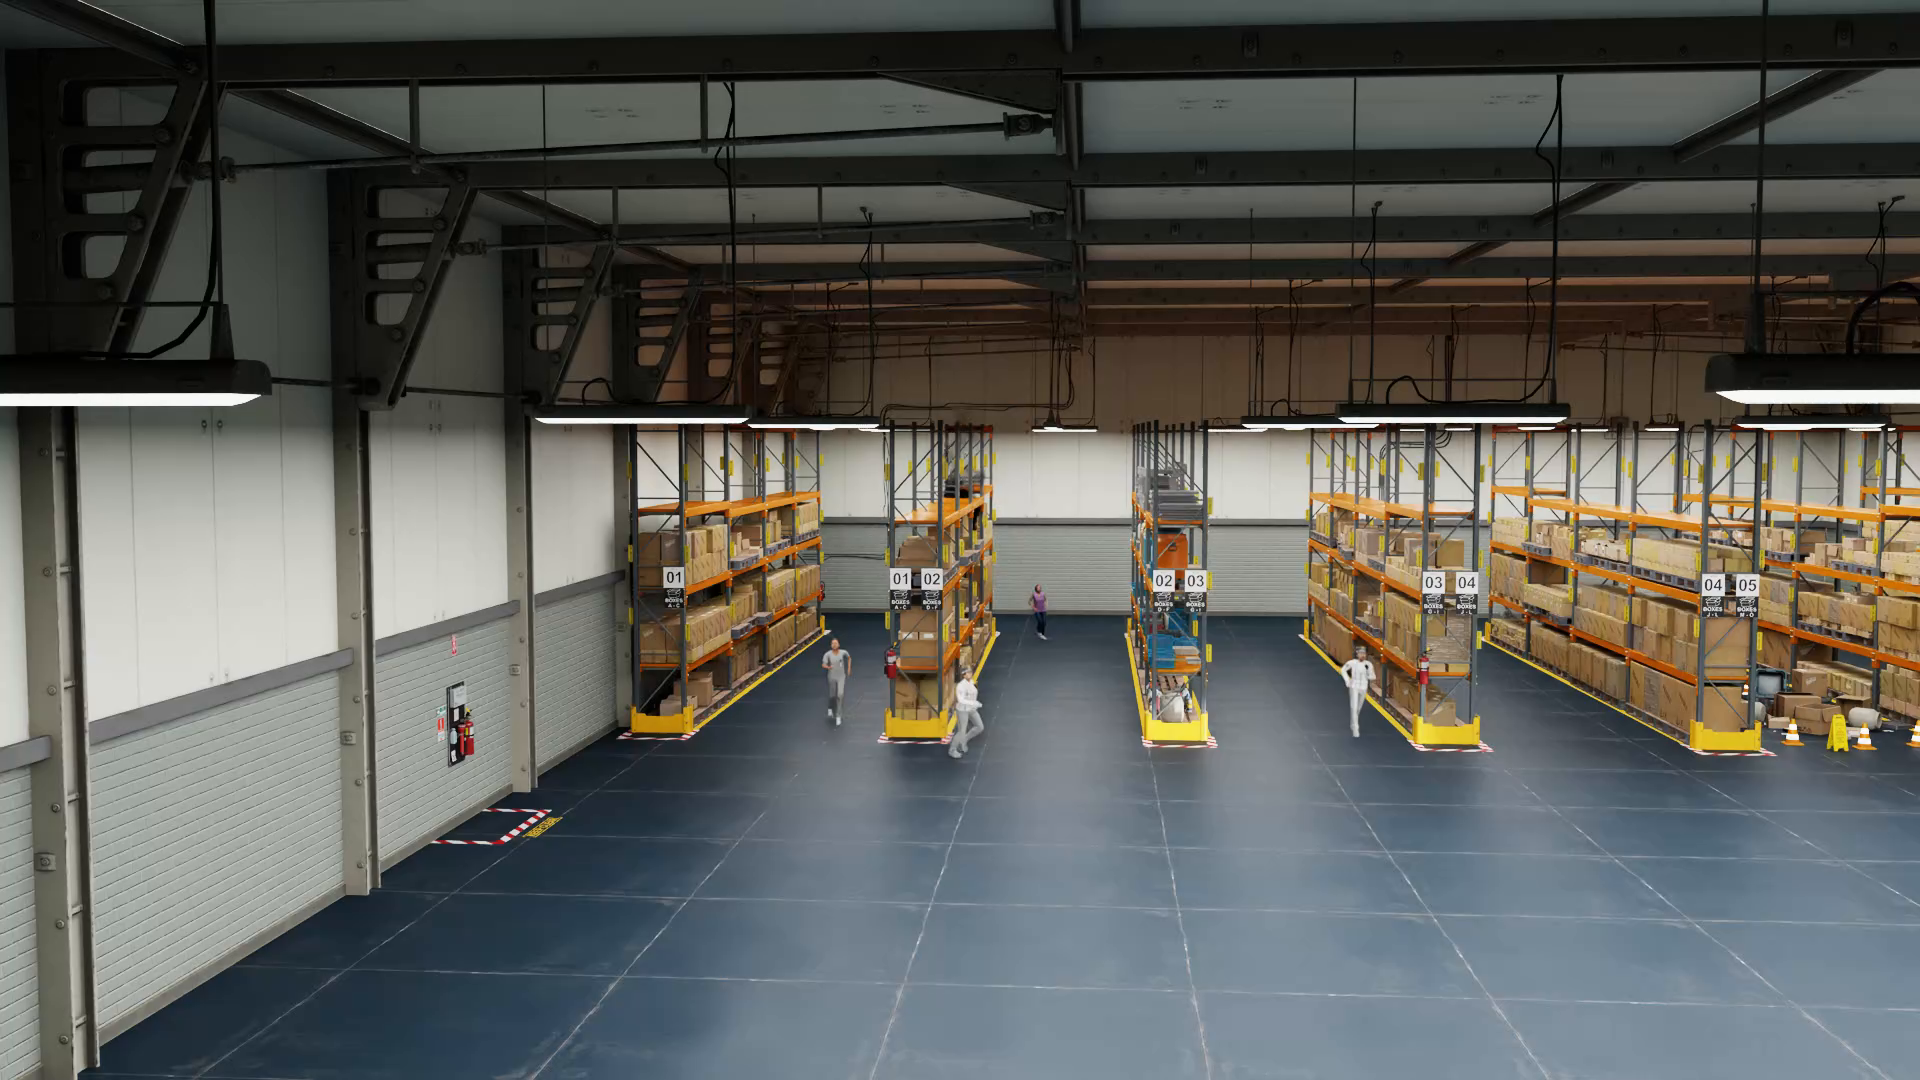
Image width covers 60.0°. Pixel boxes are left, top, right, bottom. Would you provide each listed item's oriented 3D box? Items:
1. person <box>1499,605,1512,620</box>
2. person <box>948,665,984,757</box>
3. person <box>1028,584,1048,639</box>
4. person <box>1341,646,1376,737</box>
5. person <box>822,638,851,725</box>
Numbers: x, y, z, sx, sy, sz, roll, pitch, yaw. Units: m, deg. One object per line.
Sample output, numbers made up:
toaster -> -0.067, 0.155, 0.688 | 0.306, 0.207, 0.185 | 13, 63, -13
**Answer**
person -> 15.565, 1.937, 47.385 | 0.720, 1.628, 0.491 | -1, 4, -8
person -> 0.146, 3.023, 29.474 | 0.730, 1.653, 0.638 | 3, 5, 38
person -> 2.218, 2.011, 46.400 | 0.548, 1.550, 0.561 | -1, 4, -19
person -> 7.581, 2.832, 31.546 | 0.609, 1.666, 0.945 | 0, 4, 0
person -> -2.465, 2.785, 33.199 | 0.575, 1.695, 0.955 | 0, 4, -3
